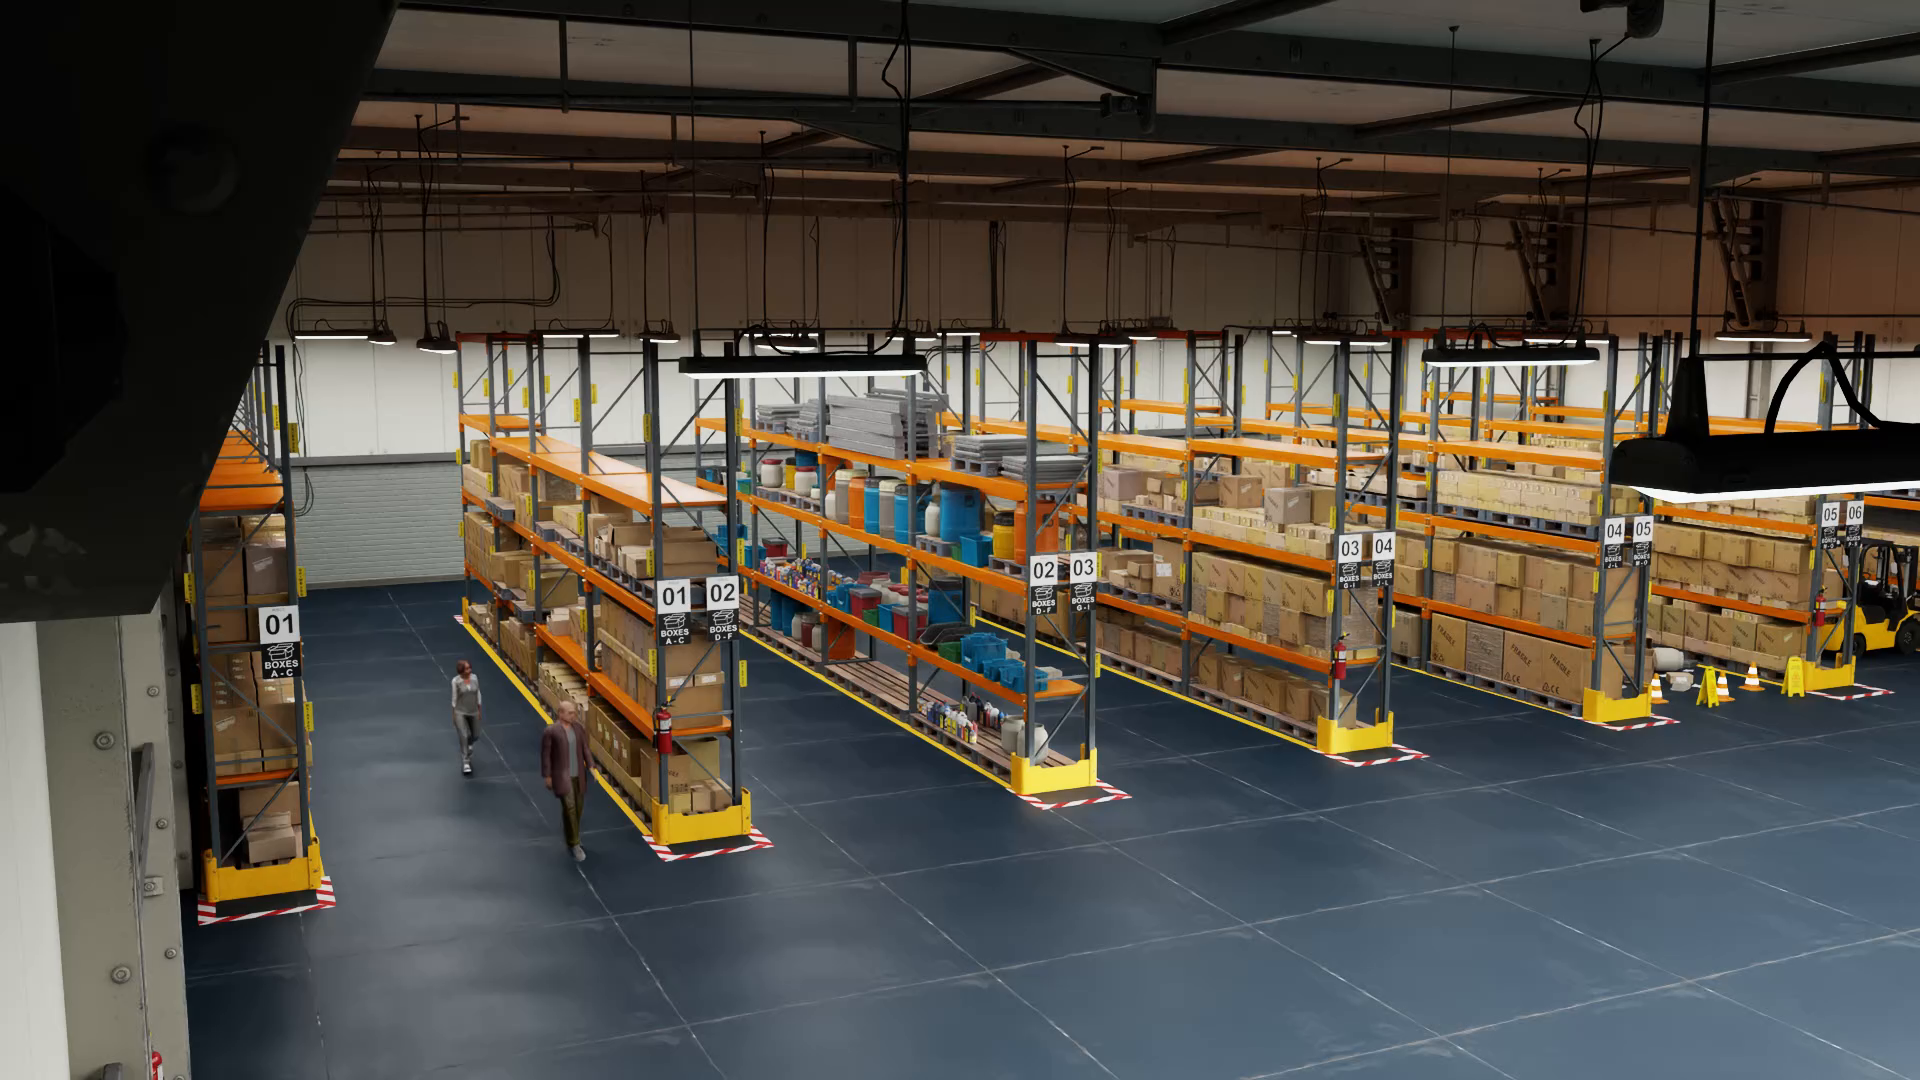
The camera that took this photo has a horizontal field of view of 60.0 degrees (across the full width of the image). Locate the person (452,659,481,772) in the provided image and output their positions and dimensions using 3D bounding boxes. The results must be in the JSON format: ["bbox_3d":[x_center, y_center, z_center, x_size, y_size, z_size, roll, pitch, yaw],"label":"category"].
[{"bbox_3d":[-6.919,2.413,23.296,0.414,1.562,0.734,-4,9,-27],"label":"person"}]

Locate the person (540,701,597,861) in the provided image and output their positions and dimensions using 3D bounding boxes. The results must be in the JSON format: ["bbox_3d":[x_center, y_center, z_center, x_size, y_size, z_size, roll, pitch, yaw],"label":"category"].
[{"bbox_3d":[-4.559,2.823,19.700,0.780,1.791,0.594,7,11,43],"label":"person"}]
